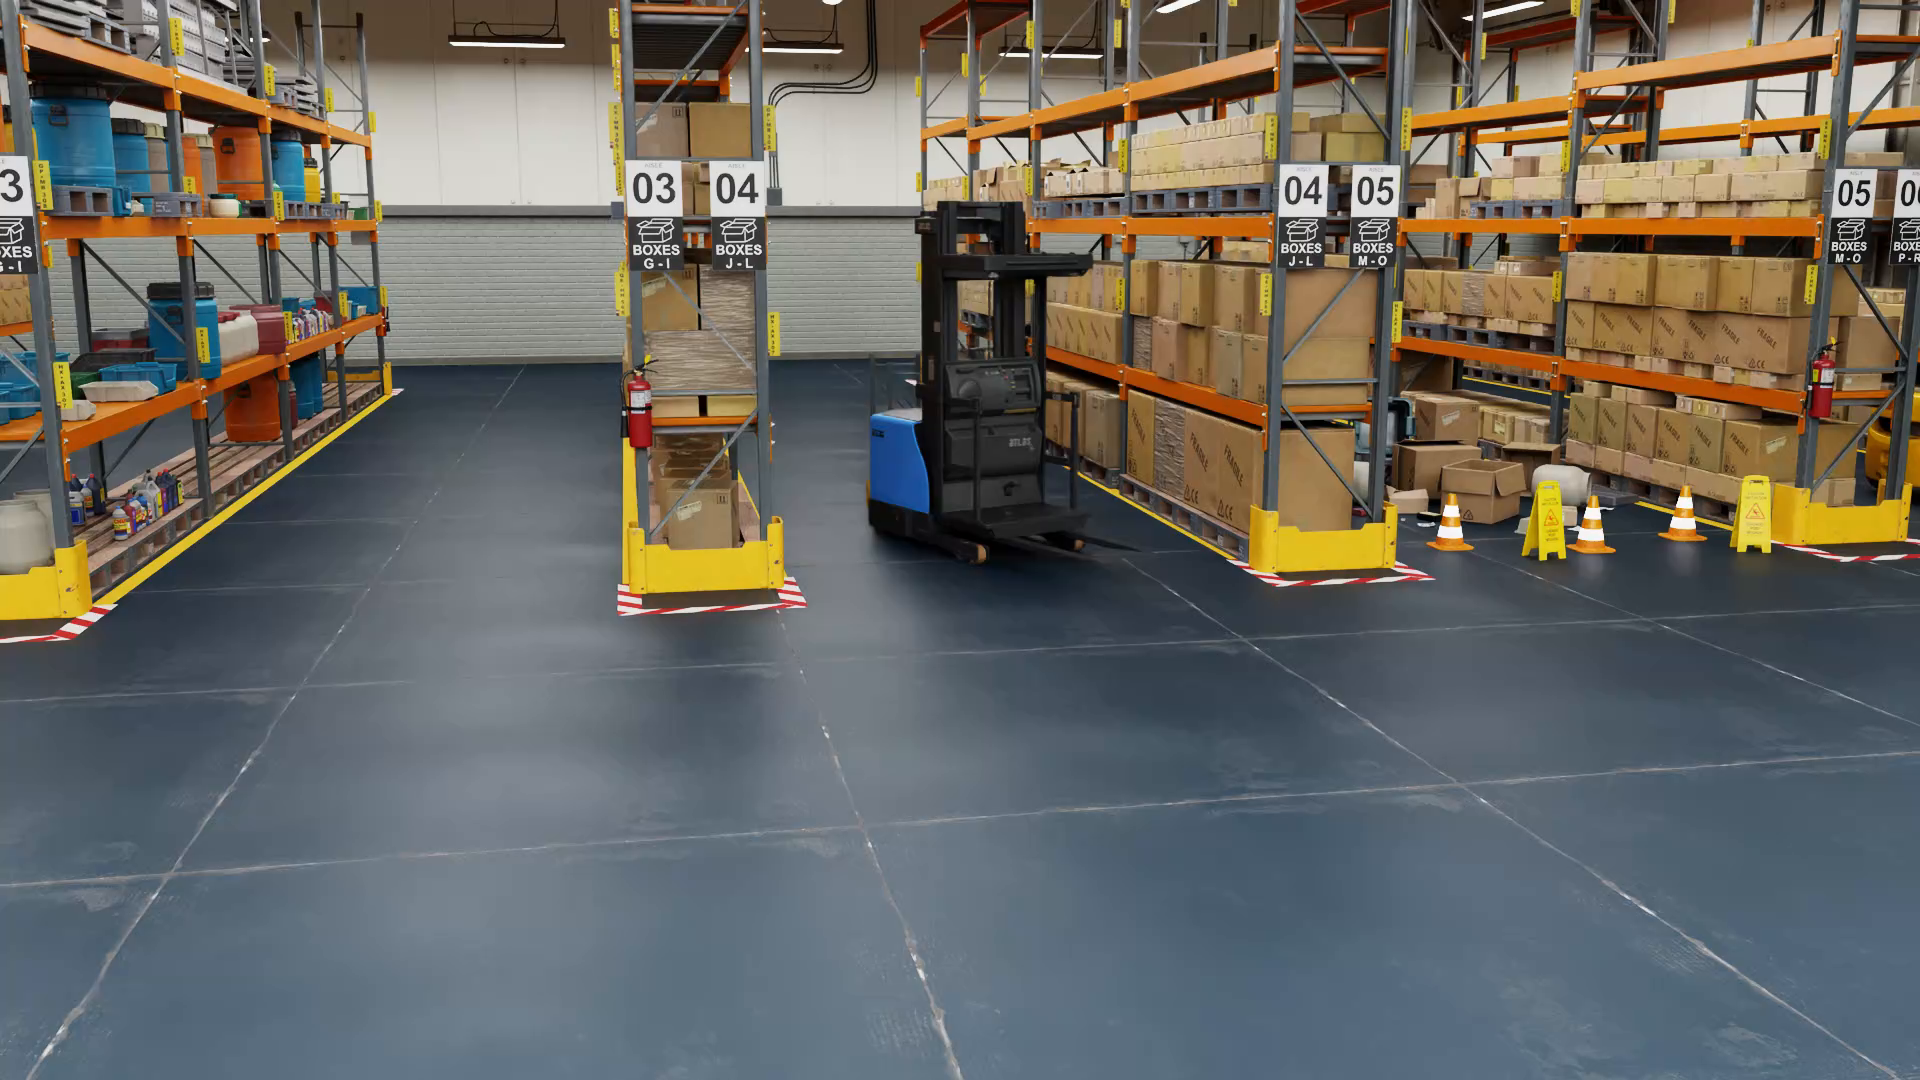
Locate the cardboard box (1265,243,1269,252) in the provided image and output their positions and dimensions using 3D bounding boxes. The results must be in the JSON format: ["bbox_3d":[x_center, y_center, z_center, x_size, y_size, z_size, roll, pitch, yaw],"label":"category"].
[{"bbox_3d":[5.094,-4.666,26.514,0.380,0.149,0.250,-2,11,-11],"label":"cardboard box"}]

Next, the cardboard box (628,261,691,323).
[{"bbox_3d":[-2.389,-1.973,13.300,0.500,0.500,0.500,-2,11,-11],"label":"cardboard box"}]

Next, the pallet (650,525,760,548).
[{"bbox_3d":[-2.075,0.103,13.591,1.003,0.211,1.213,-2,11,-11],"label":"pallet"}]

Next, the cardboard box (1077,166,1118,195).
[{"bbox_3d":[1.613,-3.997,18.499,0.500,0.311,0.500,-3,11,-13],"label":"cardboard box"}]

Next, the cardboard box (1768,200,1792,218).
[{"bbox_3d":[7.359,-2.913,14.628,0.380,0.149,0.250,-2,11,-11],"label":"cardboard box"}]

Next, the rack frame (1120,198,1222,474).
[{"bbox_3d":[2.170,-1.998,17.172,1.000,3.000,0.127,-2,11,-11],"label":"rack frame"}]

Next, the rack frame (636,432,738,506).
[{"bbox_3d":[-2.715,-1.836,16.322,1.000,3.000,0.127,-2,11,-11],"label":"rack frame"}]

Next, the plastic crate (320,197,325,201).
[{"bbox_3d":[-9.880,-5.010,25.140,0.504,0.338,0.767,-2,11,-11],"label":"plastic crate"}]

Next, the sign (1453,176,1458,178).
[{"bbox_3d":[9.008,-6.462,30.265,0.100,0.325,0.005,-2,11,-11],"label":"sign"}]

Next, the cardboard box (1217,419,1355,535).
[{"bbox_3d":[2.751,-0.549,14.118,0.875,0.875,0.875,-2,11,-11],"label":"cardboard box"}]

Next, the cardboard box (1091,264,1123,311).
[{"bbox_3d":[1.867,-2.816,18.529,0.700,0.500,0.500,-2,11,-11],"label":"cardboard box"}]

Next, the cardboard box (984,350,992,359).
[{"bbox_3d":[0.604,-2.569,23.730,0.500,0.250,0.500,-2,11,-9],"label":"cardboard box"}]

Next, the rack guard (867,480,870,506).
[{"bbox_3d":[-0.631,-0.473,16.514,0.587,0.250,0.087,-2,11,-12],"label":"rack guard"}]

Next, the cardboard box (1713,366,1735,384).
[{"bbox_3d":[7.234,-1.537,15.420,0.380,0.149,0.250,-2,11,-10],"label":"cardboard box"}]

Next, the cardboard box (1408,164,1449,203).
[{"bbox_3d":[6.006,-4.725,22.075,0.797,0.503,0.637,-3,11,-15],"label":"cardboard box"}]

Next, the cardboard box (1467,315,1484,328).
[{"bbox_3d":[6.375,-2.649,20.139,0.380,0.149,0.250,-2,11,-9],"label":"cardboard box"}]

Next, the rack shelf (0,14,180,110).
[{"bbox_3d":[-7.185,-3.687,12.992,1.077,0.370,4.000,-2,11,-11],"label":"rack shelf"}]

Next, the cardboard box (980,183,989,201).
[{"bbox_3d":[0.579,-4.932,23.682,0.500,0.311,0.500,-2,11,-12],"label":"cardboard box"}]

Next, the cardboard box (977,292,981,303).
[{"bbox_3d":[0.448,-3.414,23.362,0.380,0.149,0.250,-2,11,-9],"label":"cardboard box"}]

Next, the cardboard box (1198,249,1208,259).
[{"bbox_3d":[4.486,-4.839,29.159,0.500,0.500,0.500,-2,11,-12],"label":"cardboard box"}]

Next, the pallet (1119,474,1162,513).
[{"bbox_3d":[2.241,-0.486,16.685,1.003,0.211,1.213,-2,11,-11],"label":"pallet"}]

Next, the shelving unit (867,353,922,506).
[{"bbox_3d":[-0.527,-0.996,15.919,0.587,1.500,1.083,-2,11,-12],"label":"shelving unit"}]

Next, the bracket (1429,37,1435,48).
[{"bbox_3d":[9.471,-9.885,32.936,0.235,0.232,0.430,-2,11,-11],"label":"bracket"}]

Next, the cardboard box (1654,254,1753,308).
[{"bbox_3d":[7.218,-2.515,16.149,0.700,0.500,0.500,-2,11,-11],"label":"cardboard box"}]

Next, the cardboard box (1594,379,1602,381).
[{"bbox_3d":[10.304,-2.629,26.050,0.500,0.500,0.500,-2,11,-12],"label":"cardboard box"}]

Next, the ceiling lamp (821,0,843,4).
[{"bbox_3d":[-1.406,-9.065,22.647,0.800,3.185,2.000,-2,11,-11],"label":"ceiling lamp"}]

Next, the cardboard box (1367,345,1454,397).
[{"bbox_3d":[6.175,-2.223,22.911,0.875,0.875,0.875,-2,11,-12],"label":"cardboard box"}]

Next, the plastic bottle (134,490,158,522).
[{"bbox_3d":[-7.038,-0.302,14.370,0.152,0.276,0.135,-2,11,-10],"label":"plastic bottle"}]

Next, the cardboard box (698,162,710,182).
[{"bbox_3d":[-1.764,-2.757,12.473,0.380,0.149,0.250,-2,11,-11],"label":"cardboard box"}]

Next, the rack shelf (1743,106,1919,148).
[{"bbox_3d":[11.485,-5.142,20.638,1.077,0.370,4.000,-2,11,-11],"label":"rack shelf"}]

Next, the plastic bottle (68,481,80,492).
[{"bbox_3d":[-7.787,-0.373,14.543,0.144,0.351,0.185,-3,11,-13],"label":"plastic bottle"}]

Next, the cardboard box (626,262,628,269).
[{"bbox_3d":[-4.623,-3.819,24.339,0.500,0.500,0.500,-2,11,-9],"label":"cardboard box"}]

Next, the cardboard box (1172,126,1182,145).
[{"bbox_3d":[2.156,-3.683,15.150,0.380,0.149,0.250,-2,11,-11],"label":"cardboard box"}]

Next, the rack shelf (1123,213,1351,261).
[{"bbox_3d":[2.559,-2.752,15.032,1.077,0.370,4.000,-2,11,-11],"label":"rack shelf"}]

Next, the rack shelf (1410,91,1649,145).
[{"bbox_3d":[6.617,-4.961,19.686,1.077,0.370,4.000,-2,11,-11],"label":"rack shelf"}]

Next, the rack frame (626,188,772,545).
[{"bbox_3d":[-1.937,-1.103,12.468,1.000,3.000,0.127,-2,11,-11],"label":"rack frame"}]

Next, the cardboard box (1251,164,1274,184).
[{"bbox_3d":[2.551,-2.919,13.268,0.380,0.149,0.250,-2,11,-11],"label":"cardboard box"}]

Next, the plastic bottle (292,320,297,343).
[{"bbox_3d":[-8.235,-2.577,20.526,0.061,0.283,0.133,-2,11,-11],"label":"plastic bottle"}]

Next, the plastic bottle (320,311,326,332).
[{"bbox_3d":[-8.646,-2.965,22.563,0.061,0.283,0.133,-2,11,-11],"label":"plastic bottle"}]

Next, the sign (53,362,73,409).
[{"bbox_3d":[-6.255,-1.078,11.596,0.100,0.325,0.005,-2,11,-11],"label":"sign"}]

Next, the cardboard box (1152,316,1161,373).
[{"bbox_3d":[2.382,-1.905,16.279,0.875,0.550,0.550,-2,11,-11],"label":"cardboard box"}]

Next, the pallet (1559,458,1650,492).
[{"bbox_3d":[7.171,-0.705,17.836,1.003,0.211,1.213,-2,11,-11],"label":"pallet"}]

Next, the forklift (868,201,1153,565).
[{"bbox_3d":[0.404,-1.338,13.888,1.130,2.935,3.031,-7,13,-33],"label":"forklift"}]

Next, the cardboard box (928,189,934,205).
[{"bbox_3d":[-0.231,-5.659,27.447,0.500,0.250,0.500,-2,11,-12],"label":"cardboard box"}]

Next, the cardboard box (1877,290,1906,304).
[{"bbox_3d":[11.344,-2.937,20.103,0.380,0.149,0.250,-2,11,-13],"label":"cardboard box"}]

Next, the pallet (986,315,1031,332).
[{"bbox_3d":[0.967,-2.999,22.944,1.003,0.211,1.213,-2,11,-11],"label":"pallet"}]

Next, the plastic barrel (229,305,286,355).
[{"bbox_3d":[-7.964,-2.383,18.828,0.600,0.536,0.708,-2,11,-11],"label":"plastic barrel"}]

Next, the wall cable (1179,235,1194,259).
[{"bbox_3d":[4.941,-5.984,35.395,0.588,1.984,0.122,-2,11,-11],"label":"wall cable"}]

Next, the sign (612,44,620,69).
[{"bbox_3d":[-4.820,-6.772,23.285,0.100,0.325,0.005,-2,11,-11],"label":"sign"}]

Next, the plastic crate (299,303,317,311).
[{"bbox_3d":[-9.868,-3.451,25.090,0.416,0.233,0.300,-2,11,-11],"label":"plastic crate"}]

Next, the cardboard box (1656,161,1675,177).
[{"bbox_3d":[7.054,-3.632,16.274,0.380,0.149,0.250,-2,11,-12],"label":"cardboard box"}]
